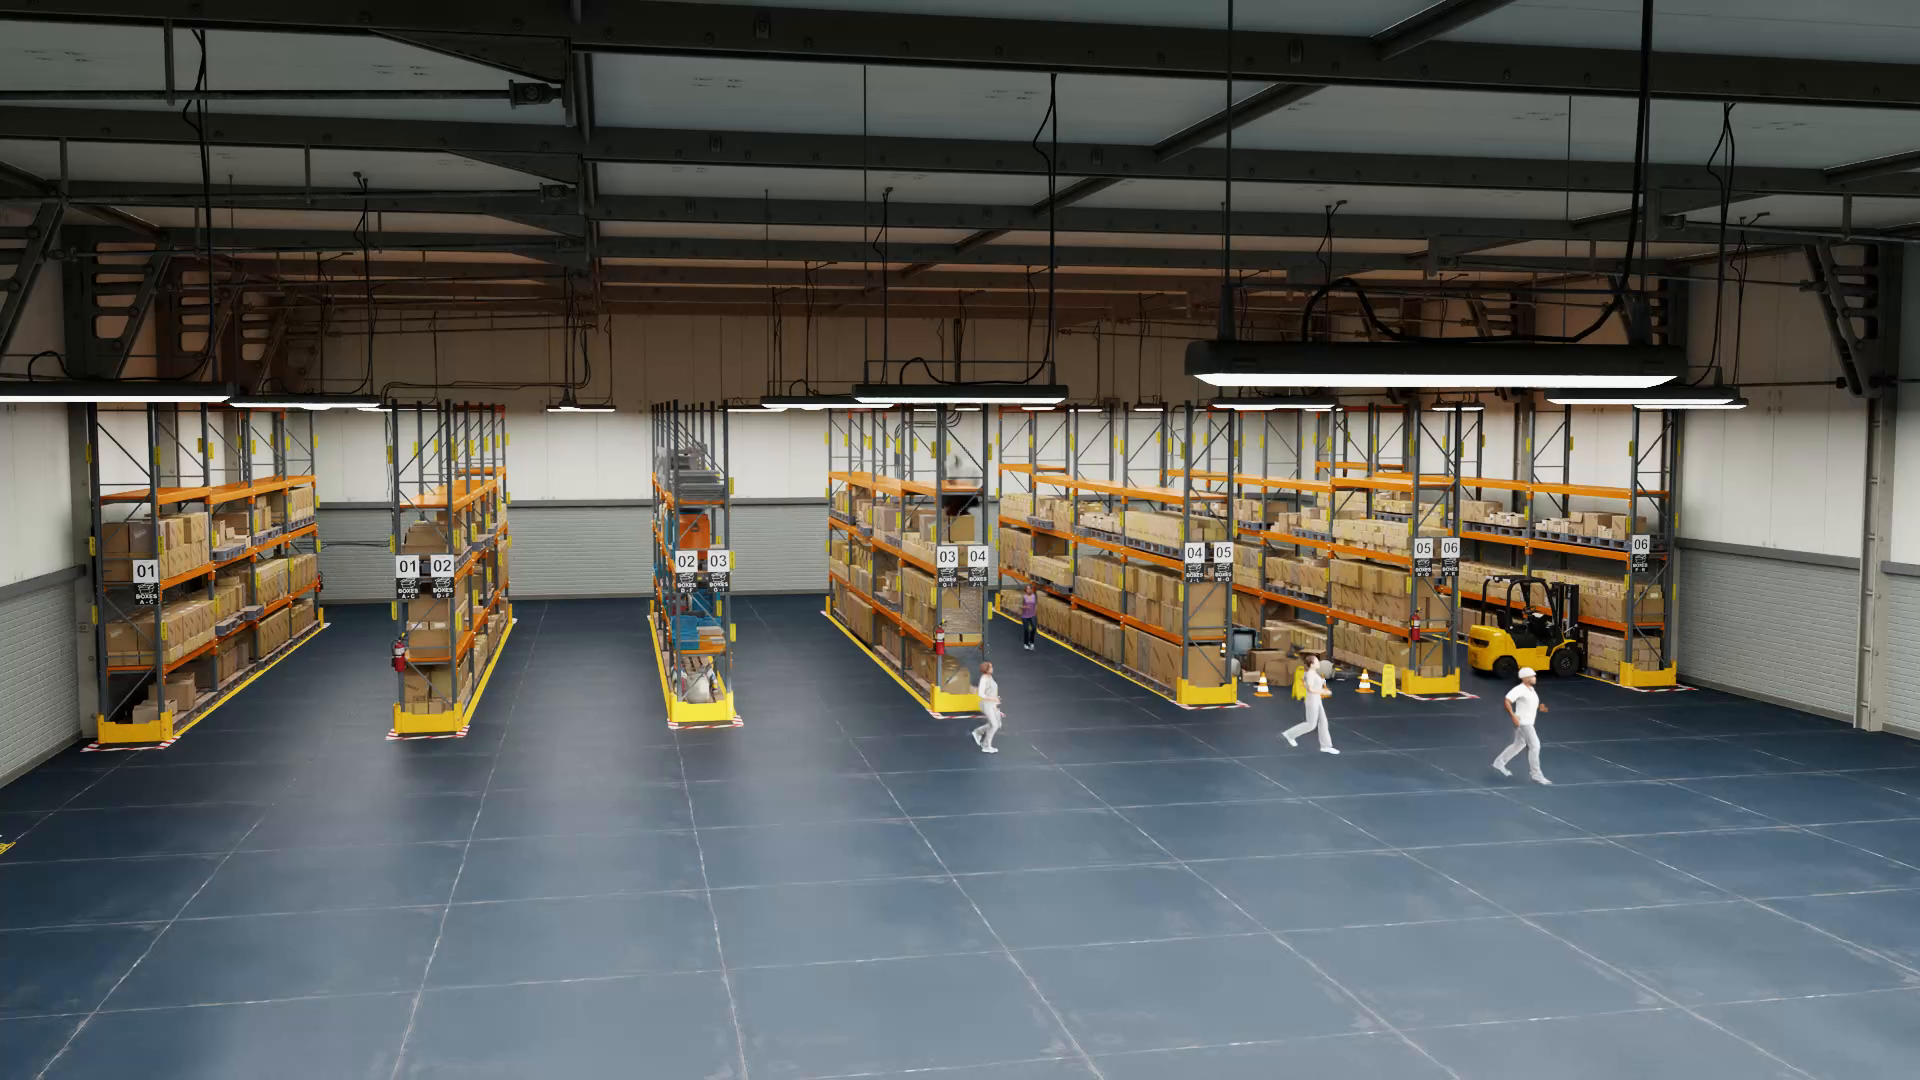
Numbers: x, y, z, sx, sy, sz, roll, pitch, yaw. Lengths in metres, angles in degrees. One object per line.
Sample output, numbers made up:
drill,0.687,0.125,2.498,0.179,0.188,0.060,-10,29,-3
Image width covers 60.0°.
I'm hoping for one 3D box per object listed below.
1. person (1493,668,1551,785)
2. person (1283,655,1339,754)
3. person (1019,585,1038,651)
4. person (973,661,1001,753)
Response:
person,8.808,2.876,25.993,0.895,1.787,0.691,2,5,25
person,5.938,2.768,28.071,0.935,1.663,0.568,1,5,17
person,1.681,1.889,40.316,0.517,1.608,0.639,-1,4,-11
person,0.464,2.824,28.167,0.560,1.550,0.532,1,4,16
